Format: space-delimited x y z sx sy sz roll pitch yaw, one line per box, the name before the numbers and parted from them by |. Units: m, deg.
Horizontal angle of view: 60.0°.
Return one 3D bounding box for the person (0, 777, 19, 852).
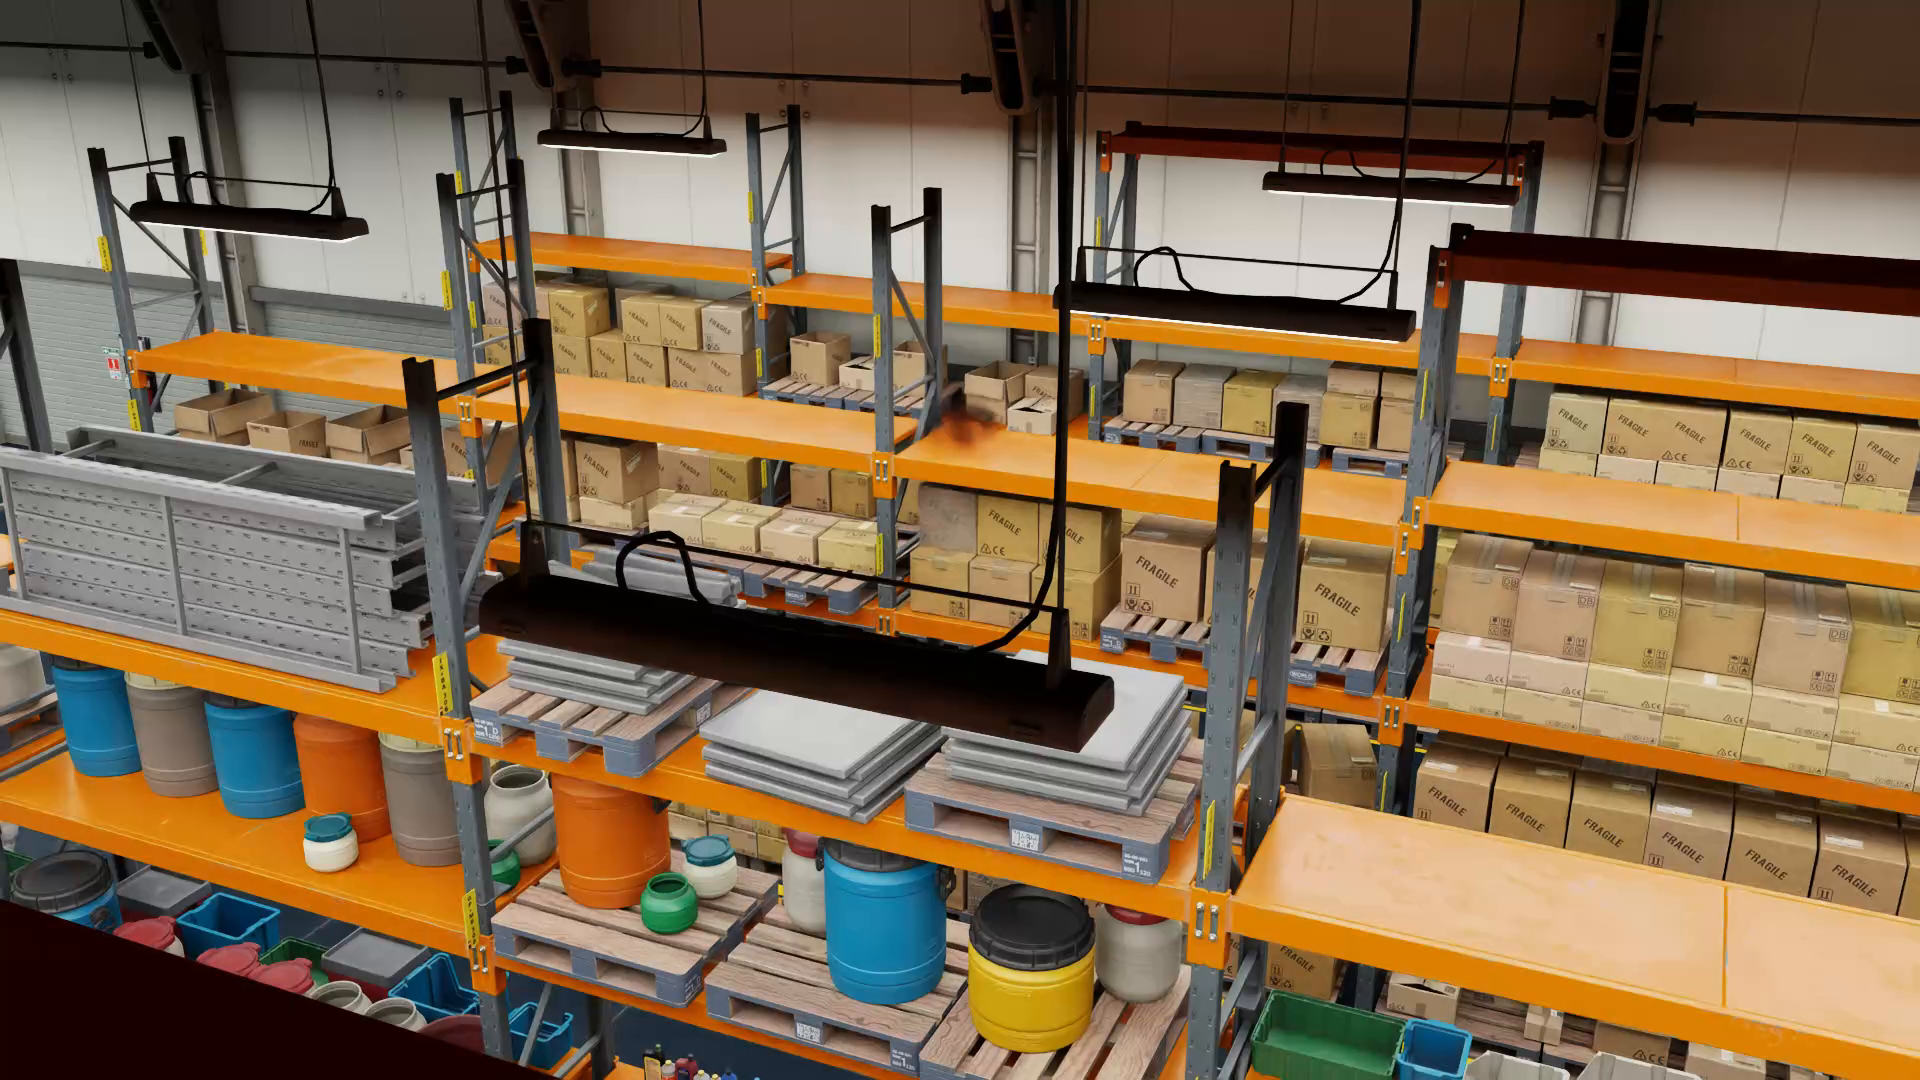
person | -8.251 2.237 14.197 0.644 1.814 0.390 8 22 21
